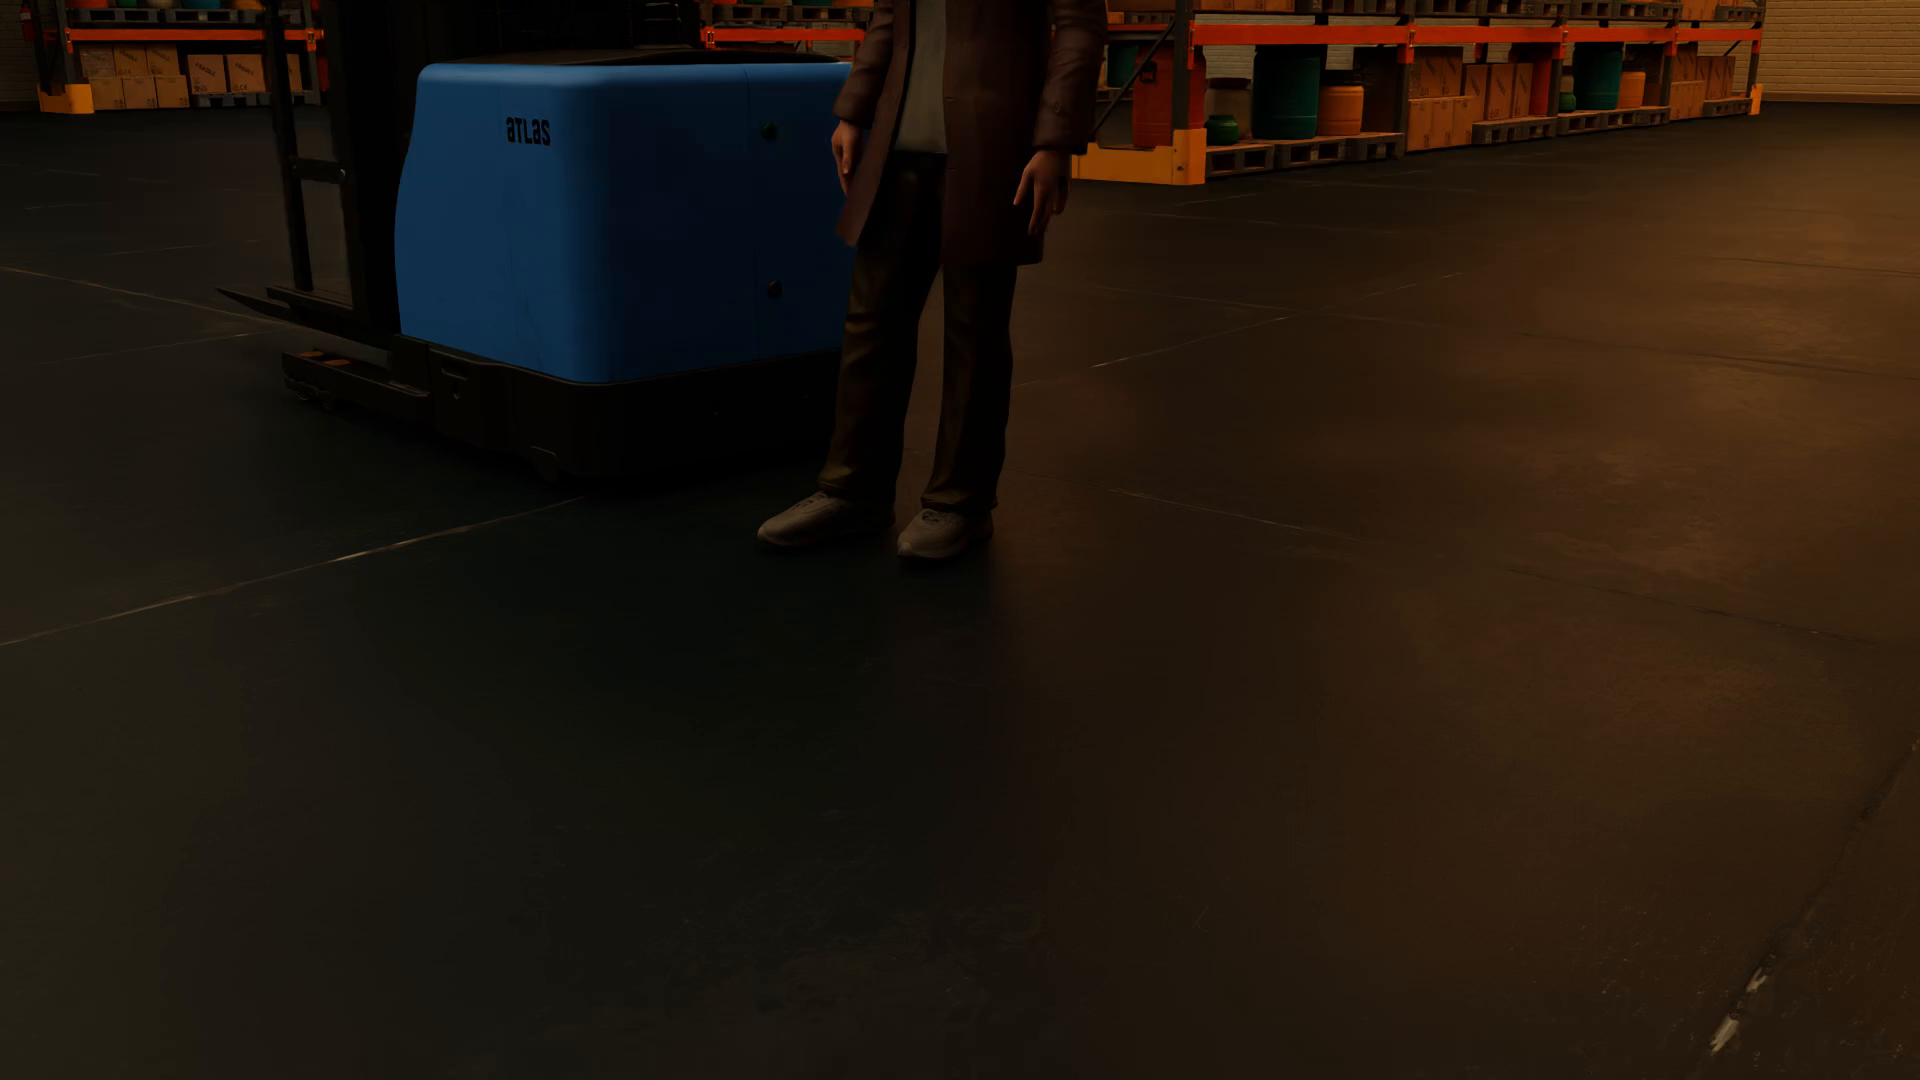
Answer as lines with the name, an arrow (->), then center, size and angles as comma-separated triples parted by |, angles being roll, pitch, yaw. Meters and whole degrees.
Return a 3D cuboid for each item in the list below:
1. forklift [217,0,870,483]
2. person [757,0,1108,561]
forklift -> -1.566, -1.903, 5.164 | 1.130, 2.935, 3.031 | -15, 23, -41
person -> -0.059, -0.834, 3.609 | 0.694, 1.779, 0.567 | 13, 21, 37
